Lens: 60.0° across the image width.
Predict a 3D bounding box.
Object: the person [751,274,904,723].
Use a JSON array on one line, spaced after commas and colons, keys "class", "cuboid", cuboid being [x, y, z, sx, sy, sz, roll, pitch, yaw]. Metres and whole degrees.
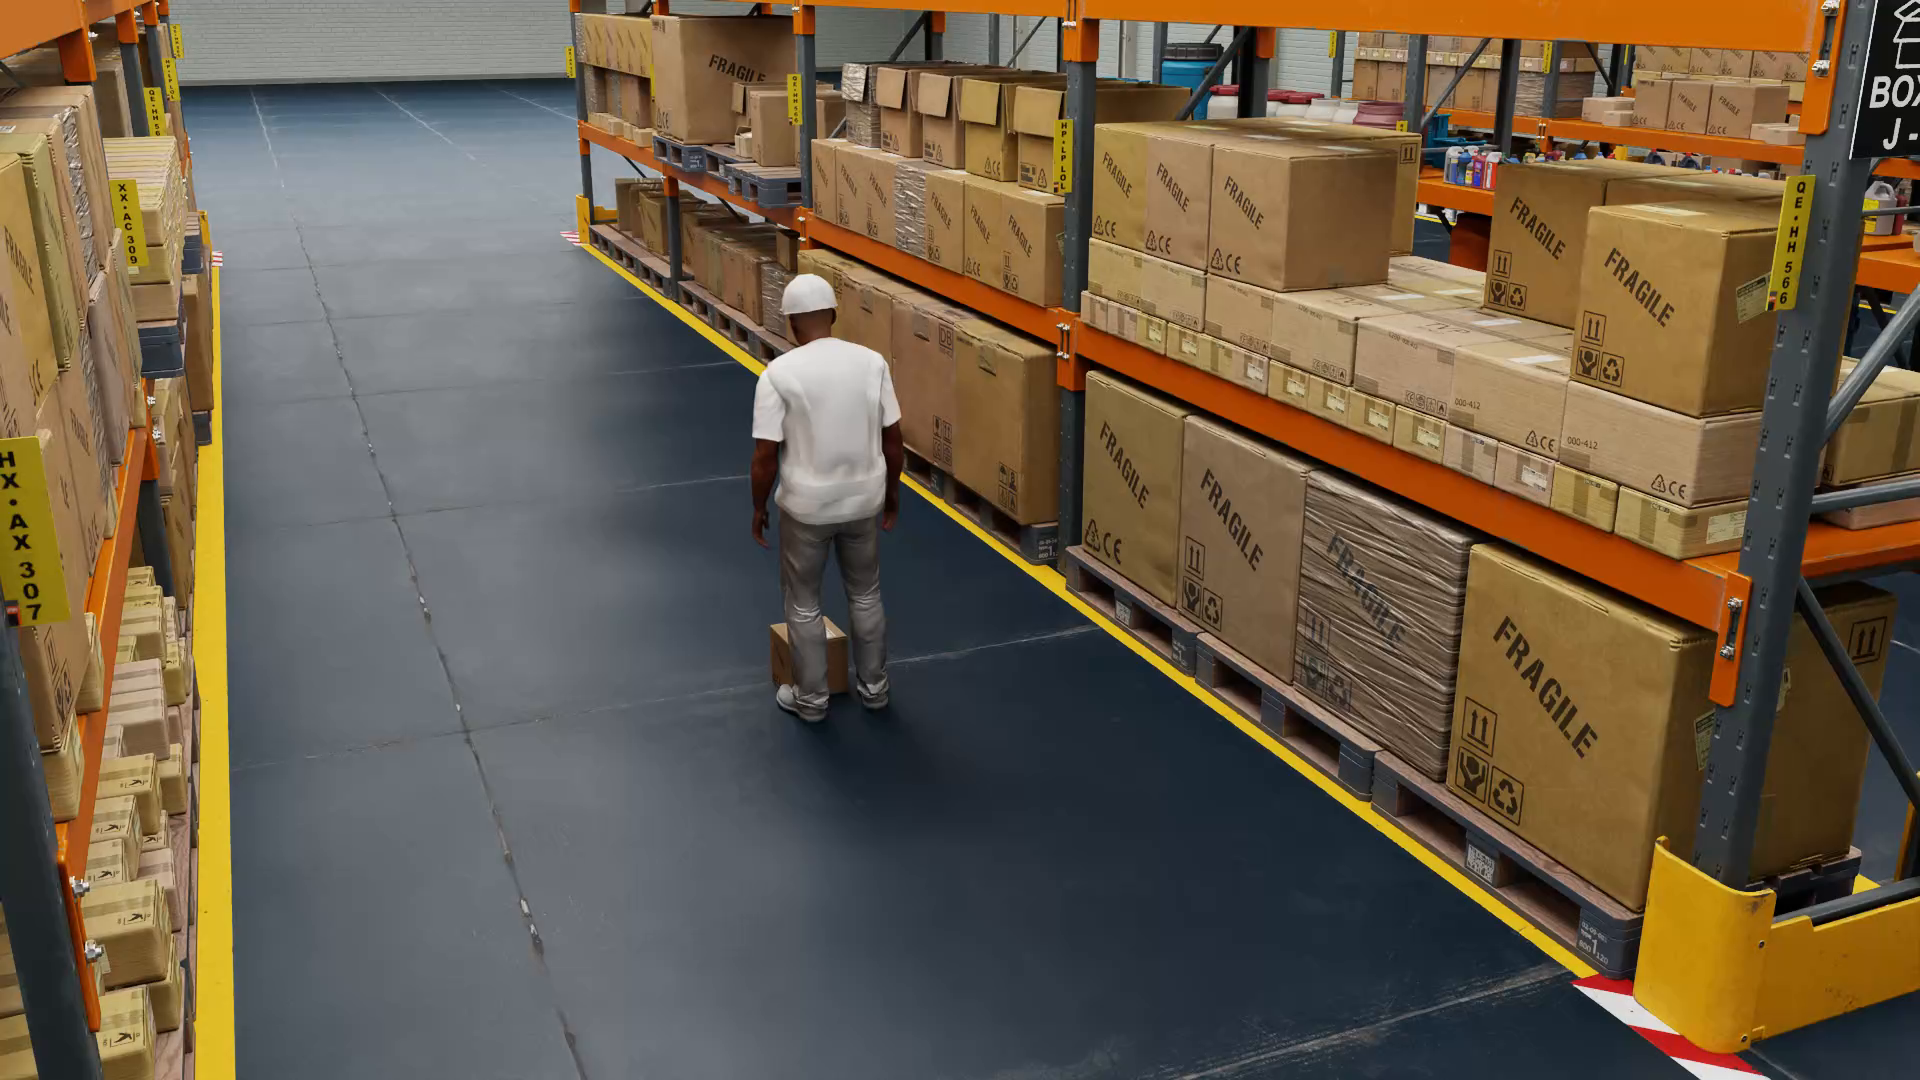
[{"class": "person", "cuboid": [-0.521, -0.155, 6.492, 0.626, 1.760, 0.458, -9, 21, -24]}]
